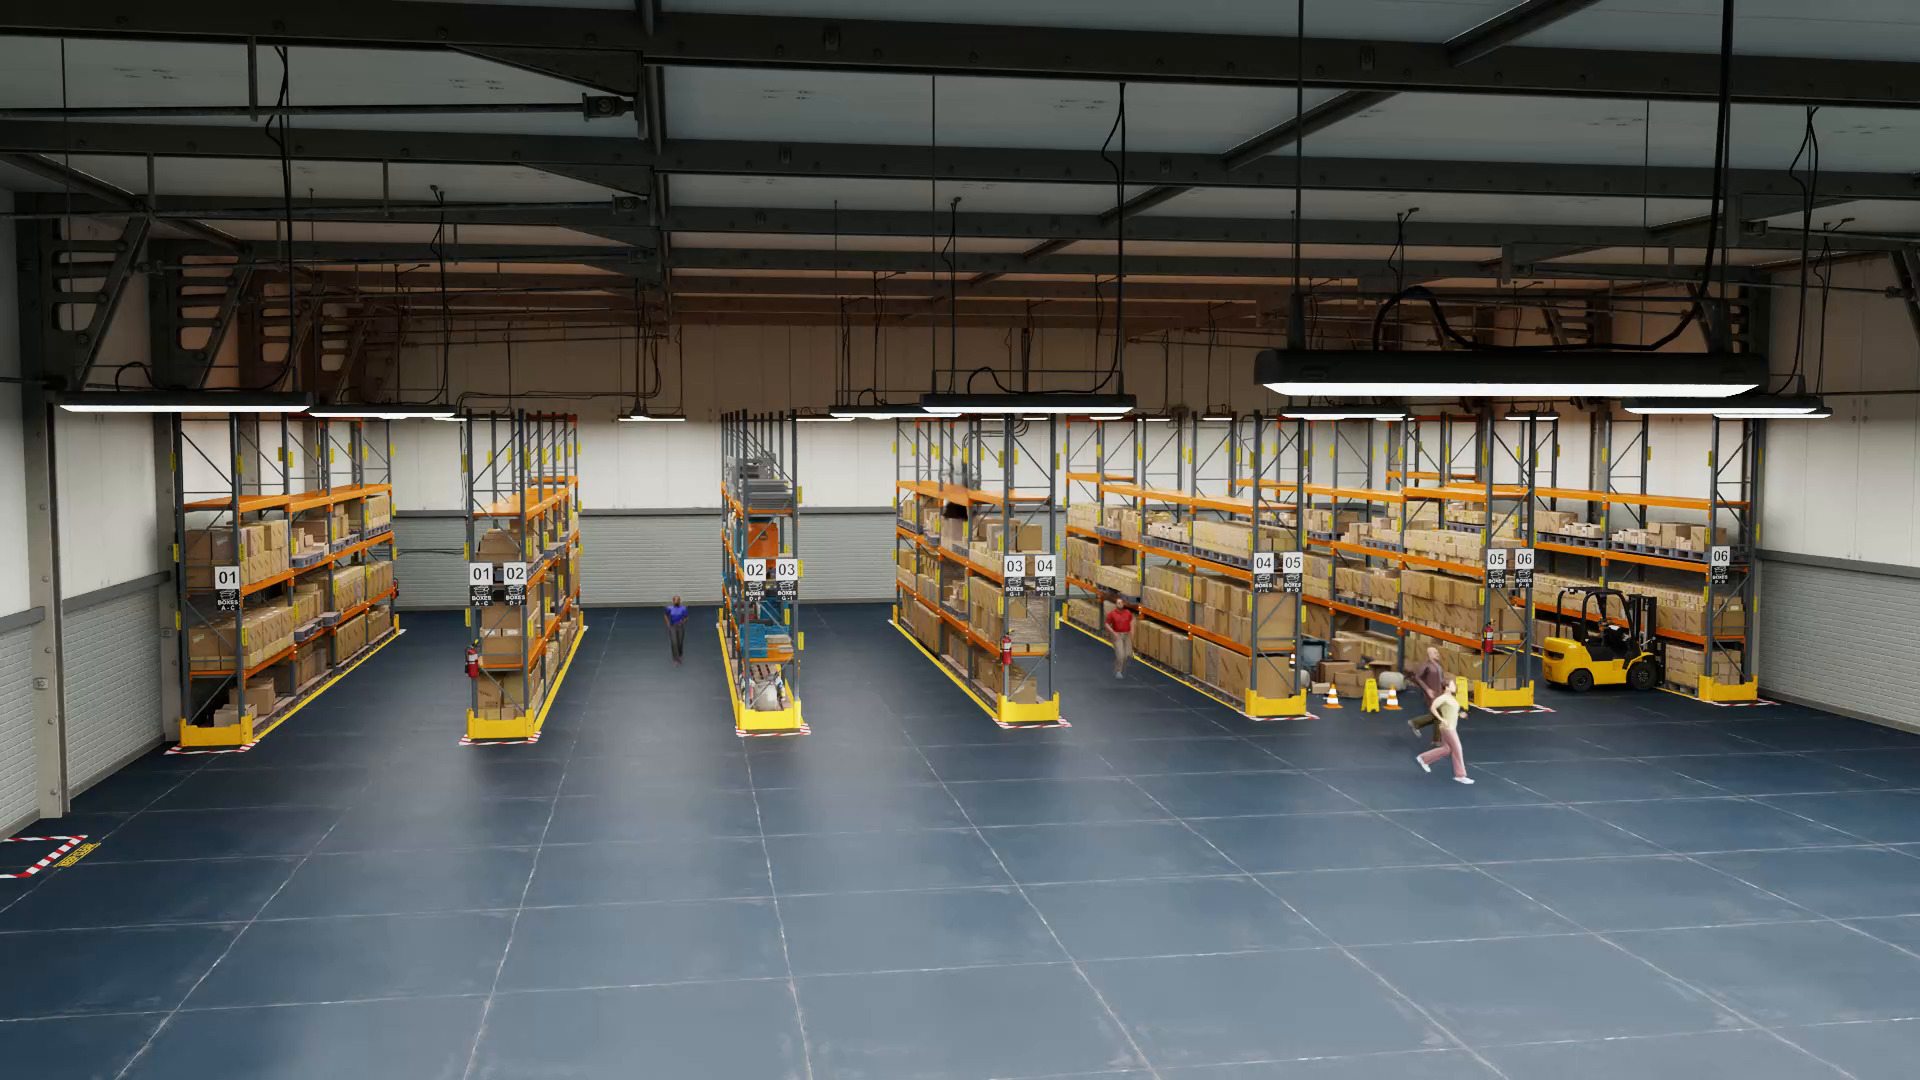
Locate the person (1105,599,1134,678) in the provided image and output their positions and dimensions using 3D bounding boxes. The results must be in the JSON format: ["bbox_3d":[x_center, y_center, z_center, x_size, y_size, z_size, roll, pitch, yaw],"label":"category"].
[{"bbox_3d":[3.455,2.115,35.647,0.666,1.717,0.481,-1,4,-17],"label":"person"}]

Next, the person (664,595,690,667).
[{"bbox_3d":[-6.710,2.145,39.453,0.591,1.644,0.795,-1,4,-11],"label":"person"}]

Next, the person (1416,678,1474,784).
[{"bbox_3d":[7.779,3.035,26.631,0.928,1.675,0.579,2,4,28],"label":"person"}]

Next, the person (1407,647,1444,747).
[{"bbox_3d":[8.396,2.747,29.688,0.833,1.701,0.704,4,5,42],"label":"person"}]
